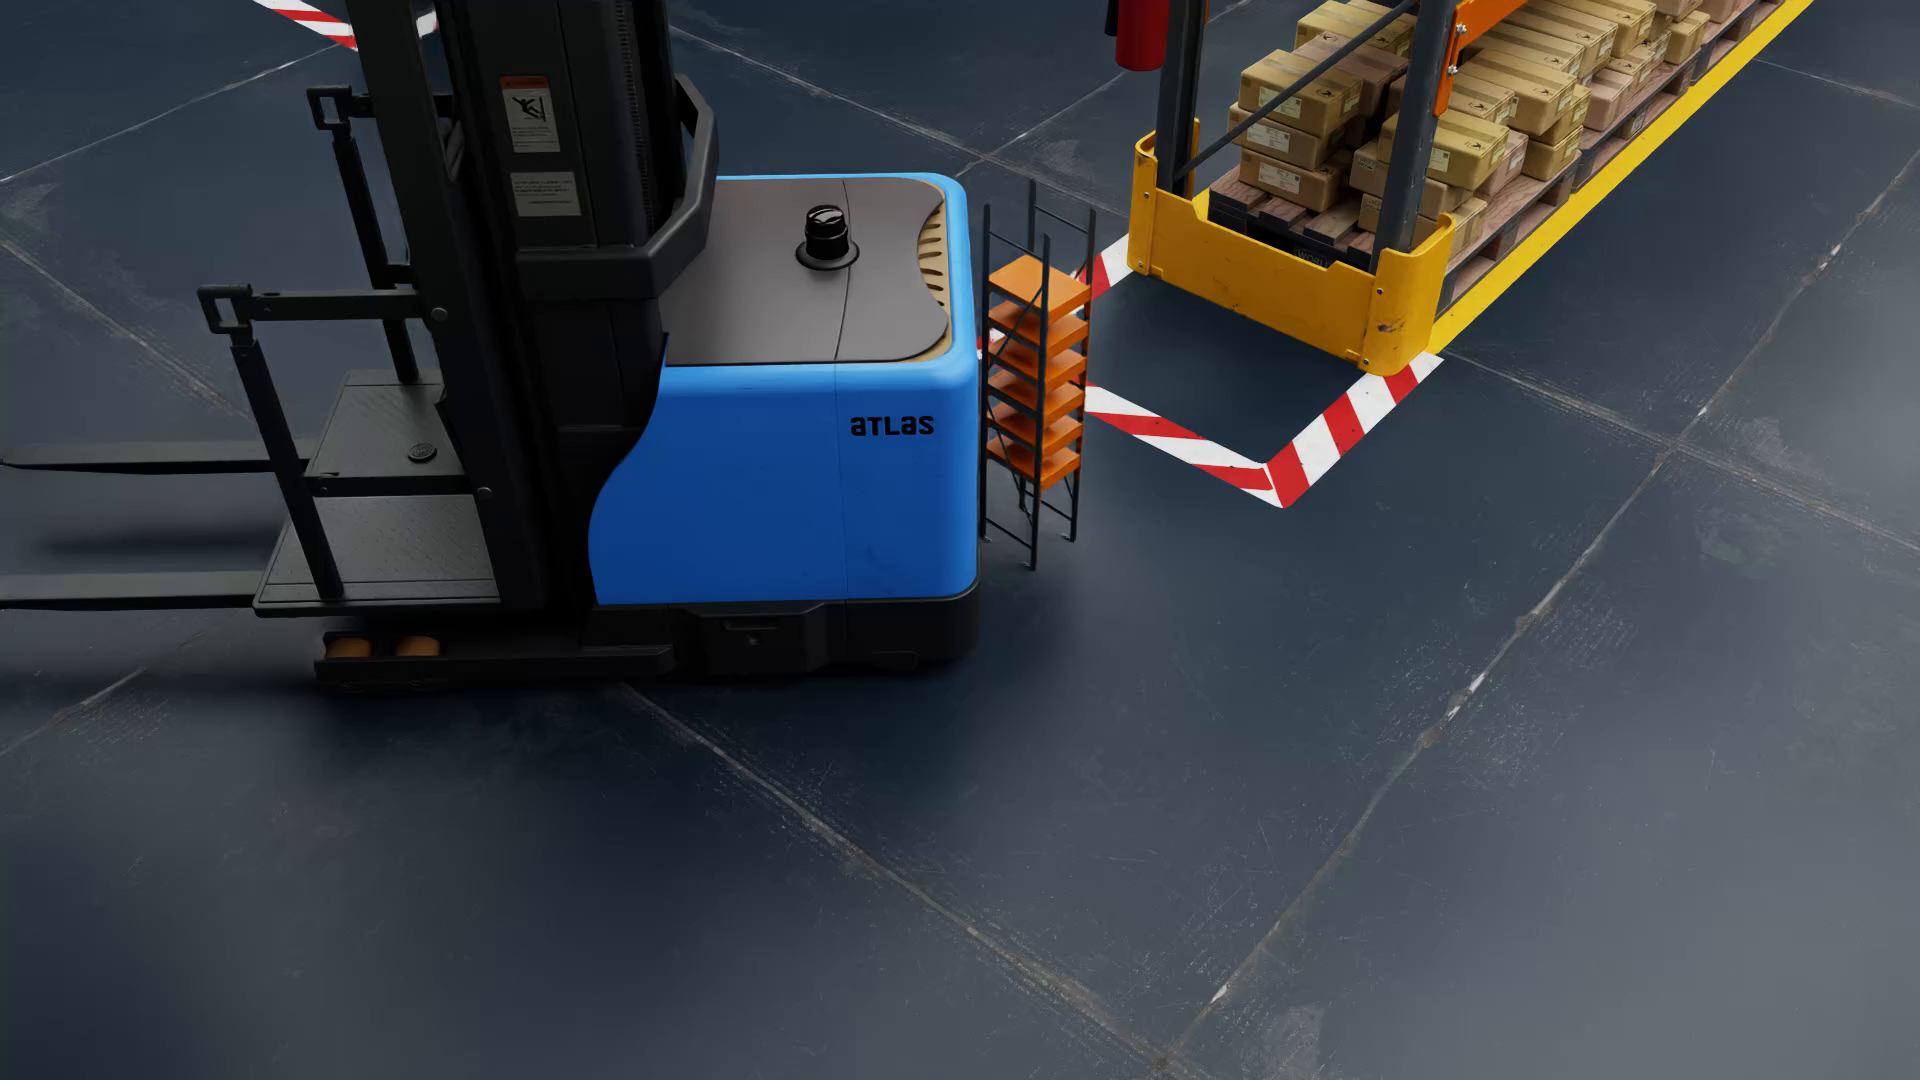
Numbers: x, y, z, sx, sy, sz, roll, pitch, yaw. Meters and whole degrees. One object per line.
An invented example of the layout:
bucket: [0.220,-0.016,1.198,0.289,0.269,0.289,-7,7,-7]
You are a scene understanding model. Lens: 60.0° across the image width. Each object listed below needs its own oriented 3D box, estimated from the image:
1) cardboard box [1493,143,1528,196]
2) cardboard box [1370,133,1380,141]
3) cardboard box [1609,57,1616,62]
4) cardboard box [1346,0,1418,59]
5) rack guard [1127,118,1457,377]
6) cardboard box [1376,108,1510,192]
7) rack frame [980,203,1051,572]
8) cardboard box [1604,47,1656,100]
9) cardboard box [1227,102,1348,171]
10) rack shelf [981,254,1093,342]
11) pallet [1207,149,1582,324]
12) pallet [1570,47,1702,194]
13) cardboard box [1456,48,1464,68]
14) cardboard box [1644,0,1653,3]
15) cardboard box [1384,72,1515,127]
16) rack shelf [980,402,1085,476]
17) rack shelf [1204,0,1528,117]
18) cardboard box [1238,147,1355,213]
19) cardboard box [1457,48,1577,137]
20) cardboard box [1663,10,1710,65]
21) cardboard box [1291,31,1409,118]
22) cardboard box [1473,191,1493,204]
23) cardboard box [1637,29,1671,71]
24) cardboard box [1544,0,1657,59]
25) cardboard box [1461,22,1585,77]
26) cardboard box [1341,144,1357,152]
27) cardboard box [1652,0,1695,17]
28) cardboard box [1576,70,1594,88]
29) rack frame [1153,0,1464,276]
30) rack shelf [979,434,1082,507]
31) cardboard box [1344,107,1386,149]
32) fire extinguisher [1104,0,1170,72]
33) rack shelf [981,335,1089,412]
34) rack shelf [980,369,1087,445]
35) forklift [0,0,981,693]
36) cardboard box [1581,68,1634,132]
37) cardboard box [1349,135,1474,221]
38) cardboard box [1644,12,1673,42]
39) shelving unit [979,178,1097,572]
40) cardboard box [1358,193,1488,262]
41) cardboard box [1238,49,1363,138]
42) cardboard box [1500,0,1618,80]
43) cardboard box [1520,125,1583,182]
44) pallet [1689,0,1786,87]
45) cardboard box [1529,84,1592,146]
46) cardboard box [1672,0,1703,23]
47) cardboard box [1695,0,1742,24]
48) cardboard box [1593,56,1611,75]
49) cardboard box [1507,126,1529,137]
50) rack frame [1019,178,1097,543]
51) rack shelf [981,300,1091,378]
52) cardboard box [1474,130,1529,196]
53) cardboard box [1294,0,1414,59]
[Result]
cardboard box: [1.968,-1.504,6.481,0.380,0.149,0.250,30,50,29]
cardboard box: [1.629,-1.708,6.706,0.380,0.149,0.250,29,50,28]
cardboard box: [2.639,-2.176,7.000,0.380,0.149,0.250,32,51,30]
cardboard box: [1.763,-2.073,6.665,0.380,0.149,0.250,27,49,27]
rack guard: [1.175,-1.085,6.072,1.175,0.500,0.348,29,50,28]
cardboard box: [1.723,-1.414,5.941,0.380,0.149,0.250,27,49,27]
rack frame: [0.150,-0.403,4.802,0.240,1.200,0.006,34,52,31]
cardboard box: [2.693,-2.005,7.032,0.380,0.149,0.250,30,50,28]
cardboard box: [1.247,-1.577,6.341,0.380,0.149,0.250,28,49,27]
rack shelf: [0.214,-0.681,4.638,0.258,0.103,0.180,34,52,31]
pallet: [1.725,-1.381,6.612,1.003,0.211,1.213,29,50,28]
pallet: [2.510,-2.007,7.300,1.003,0.211,1.213,29,50,28]
cardboard box: [1.832,-1.939,6.739,0.380,0.149,0.250,29,50,28]
cardboard box: [2.643,-2.271,6.883,0.380,0.149,0.250,30,50,29]
cardboard box: [1.808,-1.608,6.154,0.380,0.149,0.250,30,50,29]
rack shelf: [0.214,-0.326,4.961,0.258,0.103,0.180,34,52,31]
rack shelf: [2.413,-2.735,6.563,1.077,0.370,4.000,29,50,28]
cardboard box: [1.305,-1.433,6.403,0.380,0.149,0.250,30,50,29]
cardboard box: [2.068,-1.683,6.236,0.380,0.149,0.250,29,50,28]
cardboard box: [3.042,-2.249,7.301,0.380,0.149,0.250,29,50,28]
cardboard box: [1.478,-1.779,6.341,0.380,0.149,0.250,30,50,29]
cardboard box: [1.814,-1.373,6.337,0.380,0.149,0.250,29,50,28]
cardboard box: [2.823,-2.144,7.185,0.380,0.149,0.250,30,50,29]
cardboard box: [2.555,-2.101,6.695,0.380,0.149,0.250,30,50,29]
cardboard box: [2.165,-1.846,6.416,0.380,0.149,0.250,27,49,27]
cardboard box: [1.393,-1.609,6.597,0.380,0.149,0.250,31,51,30]
cardboard box: [2.887,-2.352,6.972,0.380,0.149,0.250,28,49,27]
cardboard box: [2.315,-1.884,6.678,0.380,0.149,0.250,27,49,27]
rack frame: [1.126,-1.971,5.188,1.000,3.000,0.127,29,50,28]
rack shelf: [0.214,-0.237,5.041,0.258,0.103,0.180,34,52,31]
cardboard box: [1.456,-1.688,6.463,0.380,0.149,0.250,28,49,28]
fire extinguisher: [0.610,-1.875,5.417,0.296,0.674,0.183,29,50,28]
rack shelf: [0.214,-0.503,4.799,0.258,0.103,0.180,34,52,31]
rack shelf: [0.214,-0.414,4.880,0.258,0.103,0.180,34,52,31]
forklift: [-1.470,-1.009,4.181,3.031,2.935,1.130,-1,42,-1]
cardboard box: [2.535,-1.851,6.863,0.380,0.149,0.250,27,49,27]
cardboard box: [1.659,-1.340,6.080,0.380,0.149,0.250,32,51,30]
cardboard box: [2.844,-2.296,7.131,0.380,0.149,0.250,27,49,27]
shelving unit: [0.214,-0.447,4.850,0.258,1.200,0.189,34,52,31]
cardboard box: [1.708,-1.203,6.150,0.380,0.149,0.250,31,50,29]
cardboard box: [1.272,-1.674,6.226,0.380,0.149,0.250,30,50,29]
cardboard box: [2.350,-1.985,6.568,0.380,0.149,0.250,32,51,30]
cardboard box: [2.217,-1.588,6.574,0.380,0.149,0.250,30,50,29]
pallet: [3.295,-2.638,7.994,1.003,0.211,1.213,29,50,28]
cardboard box: [2.217,-1.706,6.483,0.380,0.149,0.250,31,51,30]
cardboard box: [3.031,-2.425,7.273,0.380,0.149,0.250,31,51,29]
cardboard box: [3.356,-2.520,7.599,0.380,0.149,0.250,28,49,27]
cardboard box: [2.458,-2.042,6.852,0.380,0.149,0.250,32,51,30]
cardboard box: [1.969,-1.621,6.389,0.380,0.149,0.250,30,50,29]
rack frame: [0.278,-0.491,4.898,0.240,1.200,0.006,34,52,31]
rack shelf: [0.214,-0.592,4.718,0.258,0.103,0.180,34,52,31]
cardboard box: [1.879,-1.457,6.208,0.380,0.149,0.250,29,50,28]
cardboard box: [1.548,-1.967,6.548,0.380,0.149,0.250,28,49,28]
